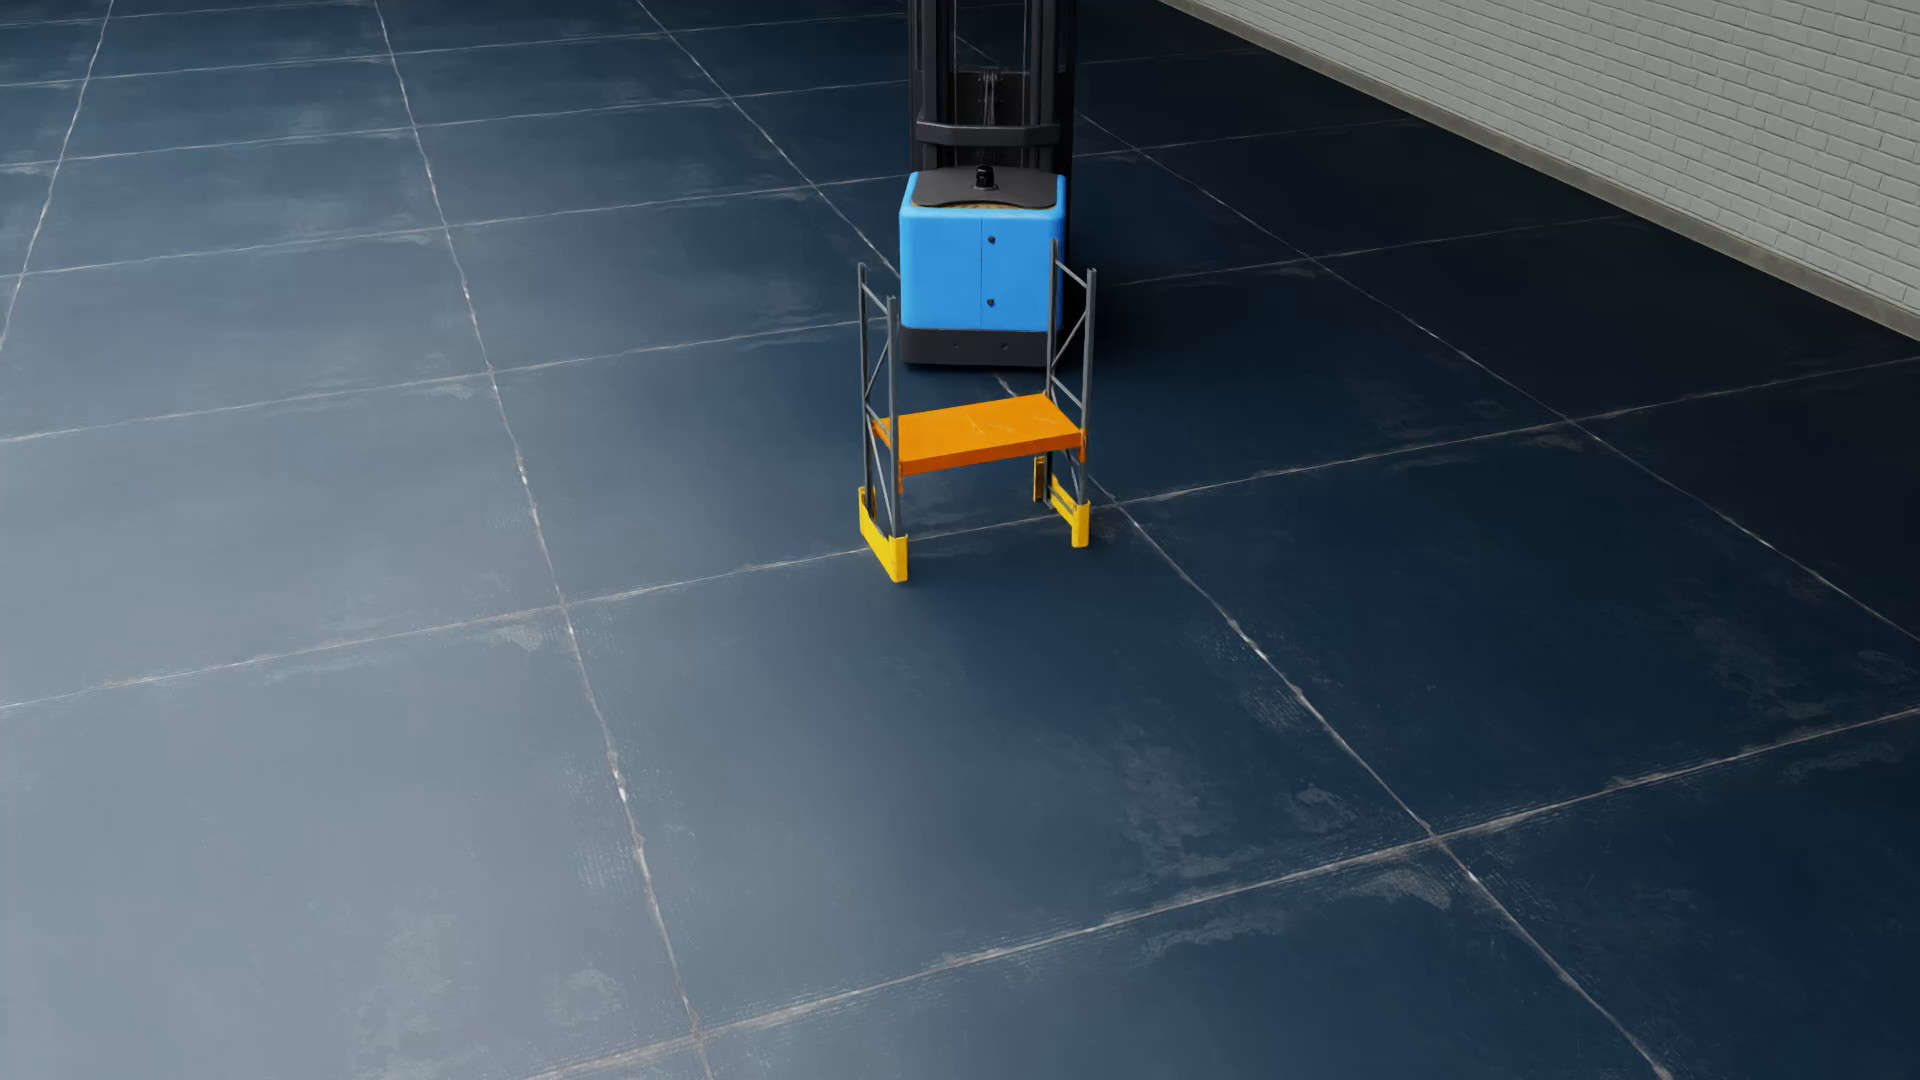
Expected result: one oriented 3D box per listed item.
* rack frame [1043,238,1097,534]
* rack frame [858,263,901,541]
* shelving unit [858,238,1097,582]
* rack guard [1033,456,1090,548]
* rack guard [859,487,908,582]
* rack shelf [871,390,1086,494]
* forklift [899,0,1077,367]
[{"bbox_3d":[0.556,-0.754,8.559,0.032,1.500,0.500,-10,31,-18],"label":"rack frame"},{"bbox_3d":[-0.396,-0.579,8.251,0.032,1.500,0.500,-10,31,-18],"label":"rack frame"},{"bbox_3d":[0.071,-0.665,8.402,1.083,1.500,0.587,-10,31,-18],"label":"shelving unit"},{"bbox_3d":[0.538,-0.208,8.862,0.087,0.250,0.587,-10,31,-18],"label":"rack guard"},{"bbox_3d":[-0.395,-0.036,8.560,0.087,0.250,0.587,-10,31,-18],"label":"rack guard"},{"bbox_3d":[0.080,-0.510,8.494,1.000,0.185,0.538,-10,31,-18],"label":"rack shelf"},{"bbox_3d":[0.226,-3.067,11.173,1.130,2.935,3.031,2,30,3],"label":"forklift"}]
